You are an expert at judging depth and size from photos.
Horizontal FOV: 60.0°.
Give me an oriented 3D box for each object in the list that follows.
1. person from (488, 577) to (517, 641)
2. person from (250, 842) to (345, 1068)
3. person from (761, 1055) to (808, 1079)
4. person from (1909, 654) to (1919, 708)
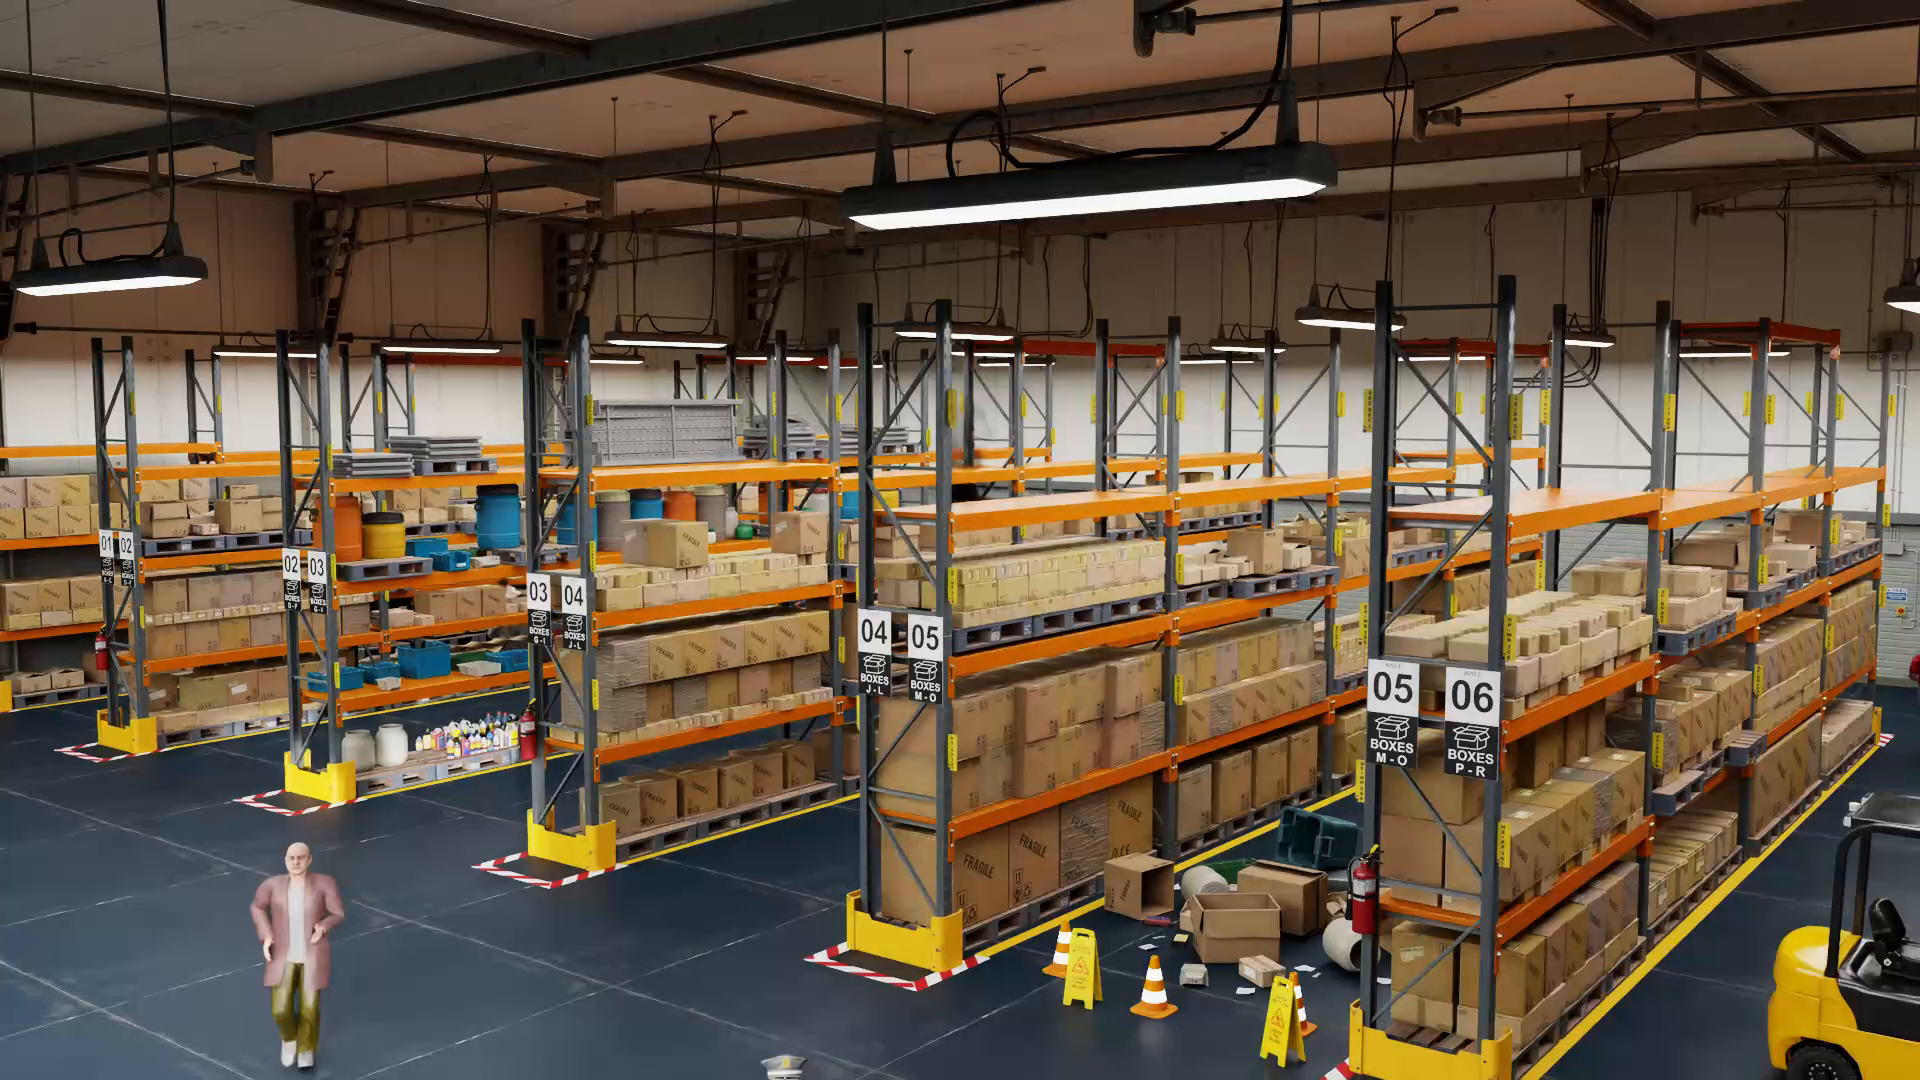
[{"bbox_3d":[-8.770,1.508,31.931,0.669,1.825,0.766,2,5,25],"label":"person"},{"bbox_3d":[-5.047,3.189,12.654,0.695,1.745,0.642,-1,5,-17],"label":"person"},{"bbox_3d":[-0.918,3.541,8.712,0.663,1.785,0.879,-1,5,-9],"label":"person"},{"bbox_3d":[14.045,2.242,23.995,0.637,1.702,0.665,3,6,27],"label":"person"}]
